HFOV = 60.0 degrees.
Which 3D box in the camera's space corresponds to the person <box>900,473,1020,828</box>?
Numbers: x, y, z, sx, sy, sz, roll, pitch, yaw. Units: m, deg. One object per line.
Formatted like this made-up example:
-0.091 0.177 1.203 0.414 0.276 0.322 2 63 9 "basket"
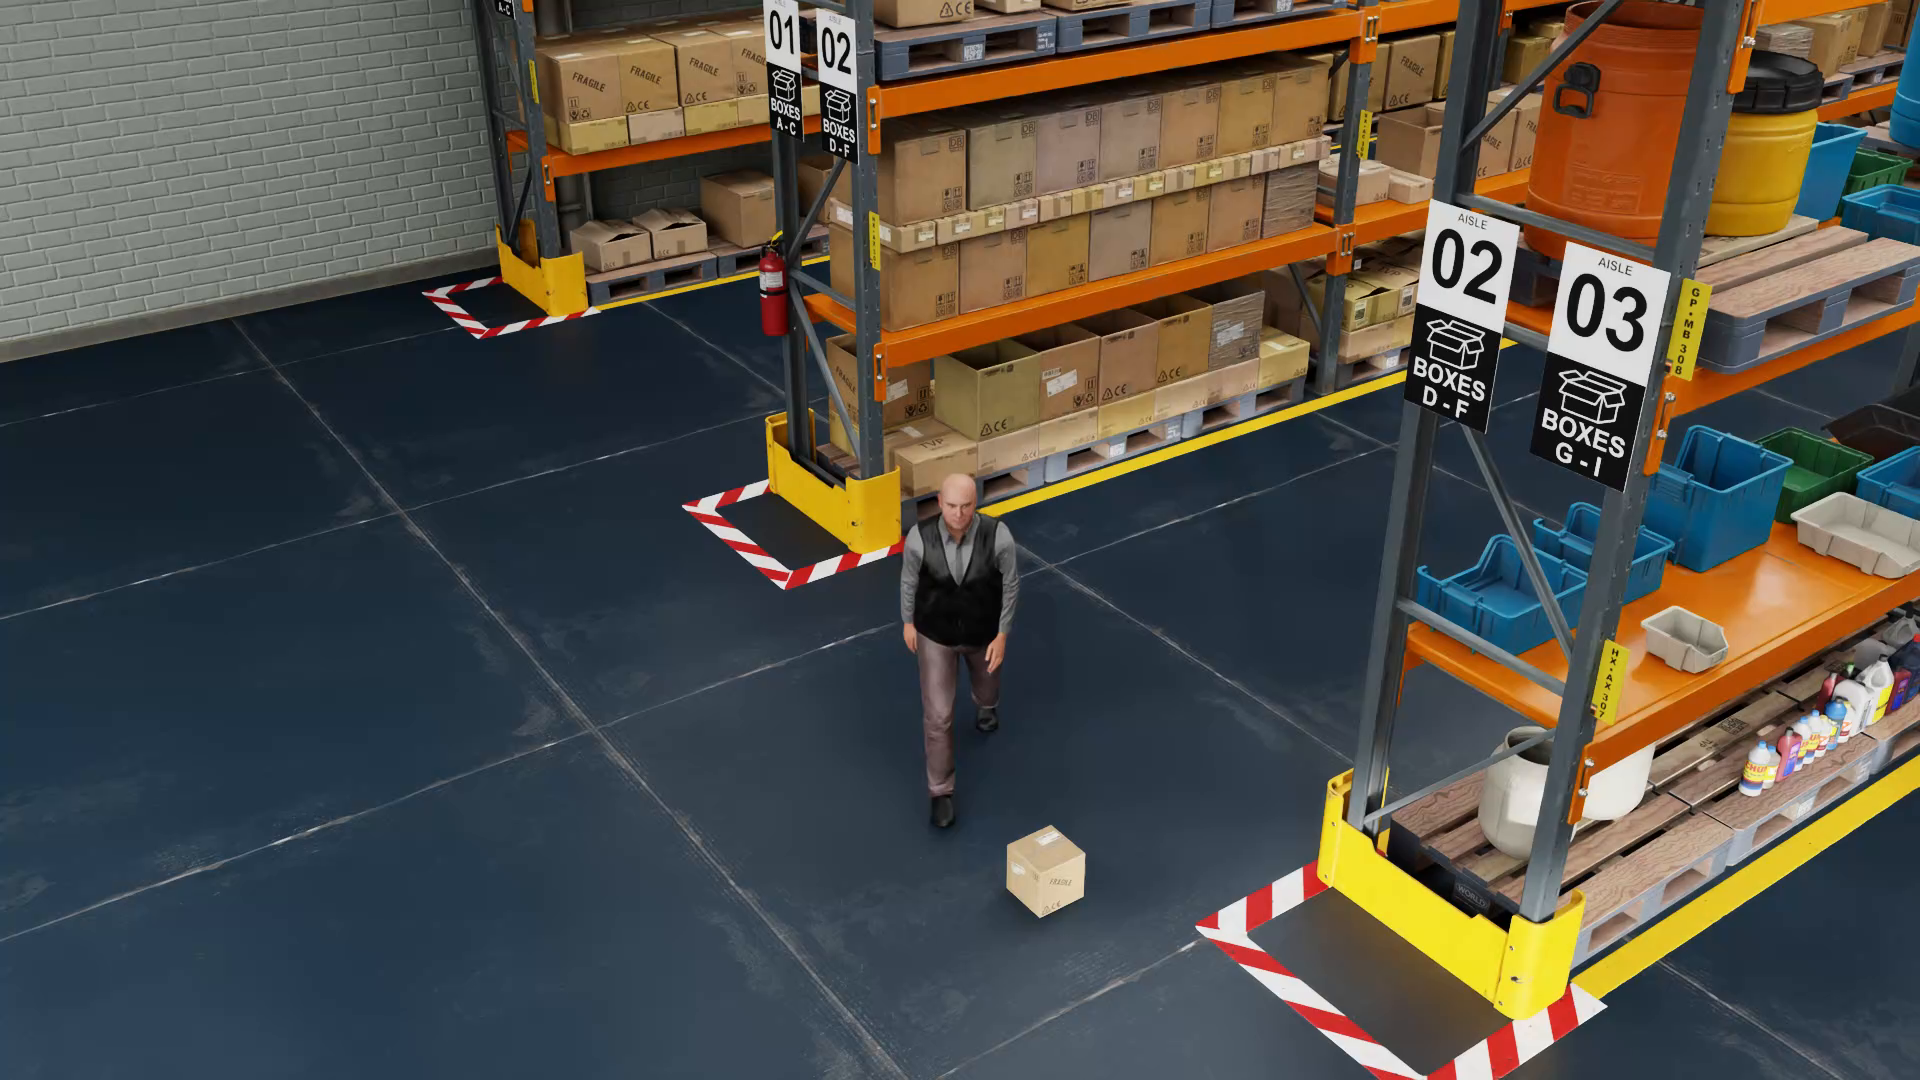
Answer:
-0.003 0.421 7.887 0.555 1.684 1.018 -1 28 -2 "person"
